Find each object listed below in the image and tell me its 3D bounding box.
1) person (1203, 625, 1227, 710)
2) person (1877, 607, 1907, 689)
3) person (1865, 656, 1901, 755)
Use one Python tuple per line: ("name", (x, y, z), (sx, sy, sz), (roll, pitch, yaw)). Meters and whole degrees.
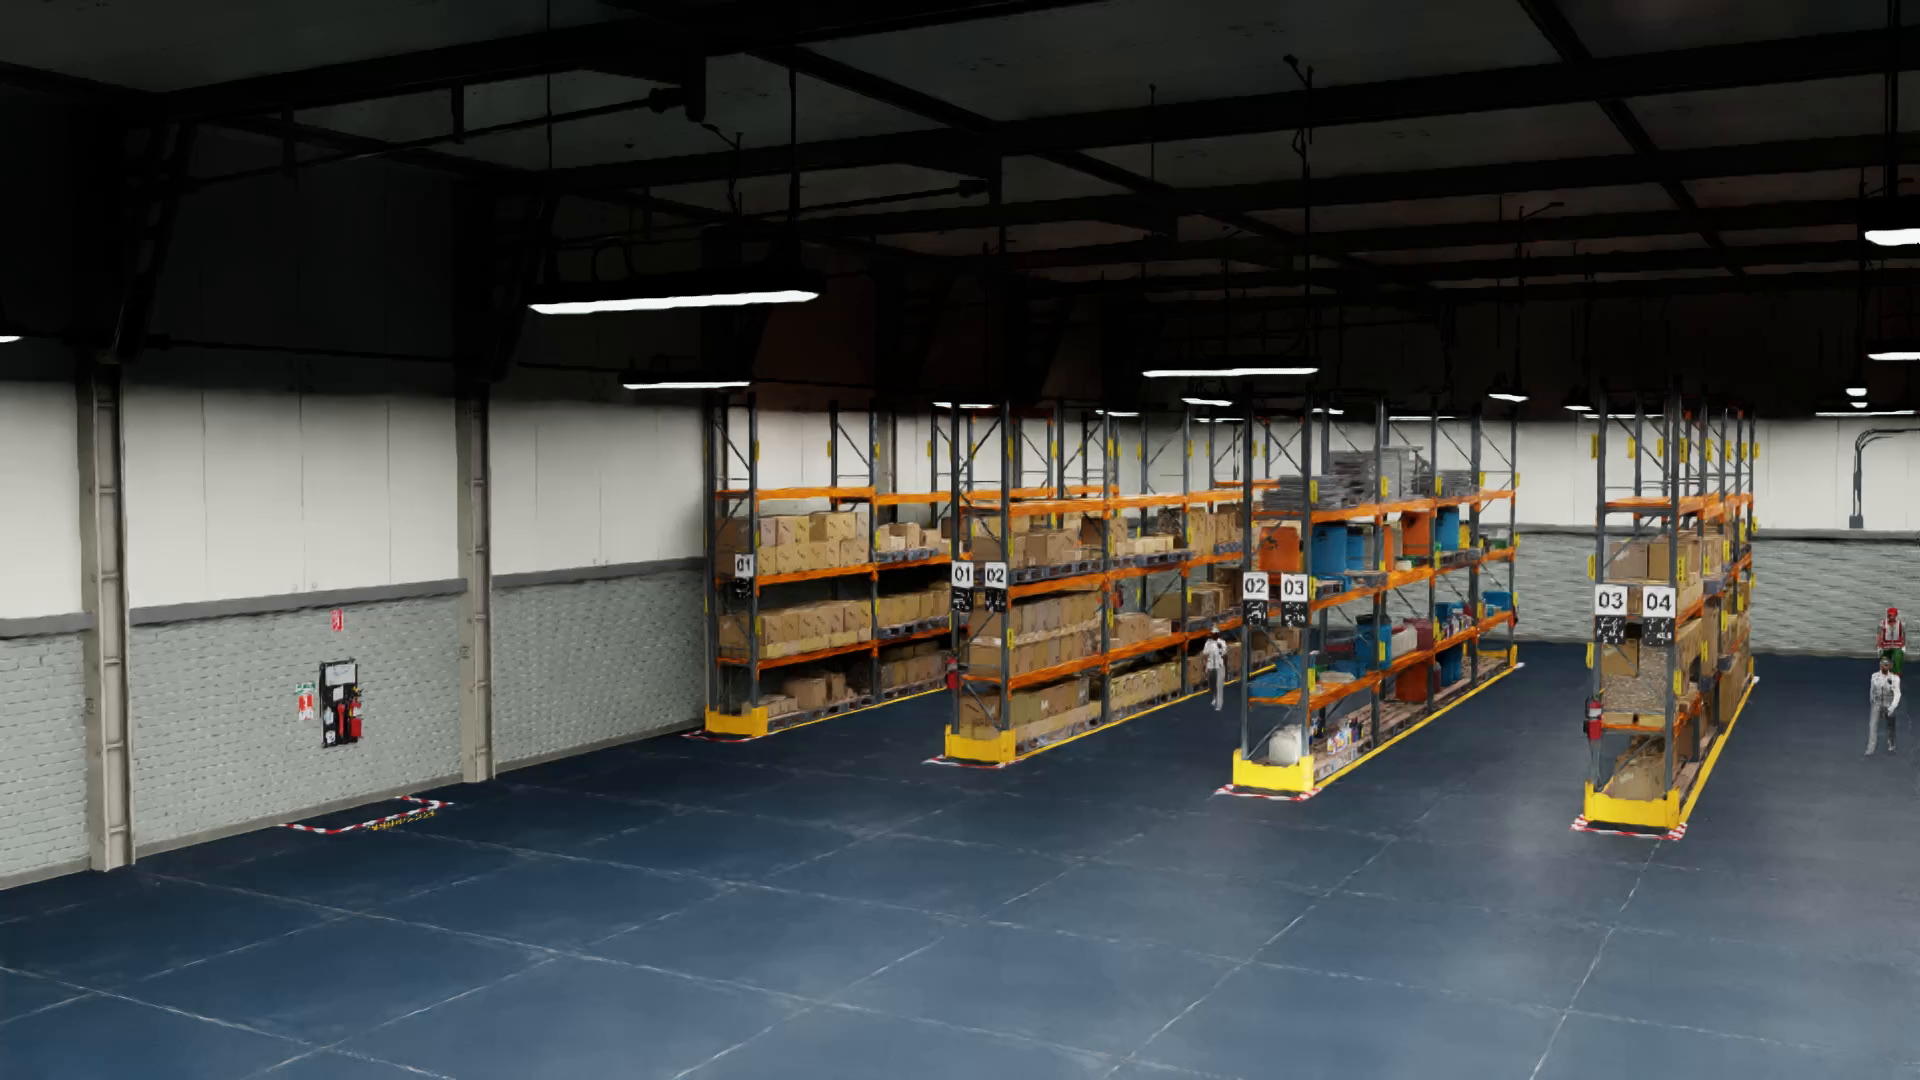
("person", (4.923, 2.440, 32.099), (0.448, 1.622, 0.996), (1, 3, 20))
("person", (19.533, 2.249, 34.874), (0.553, 1.709, 1.123), (2, 4, 31))
("person", (15.177, 2.699, 27.289), (0.482, 1.621, 0.997), (2, 4, 37))
